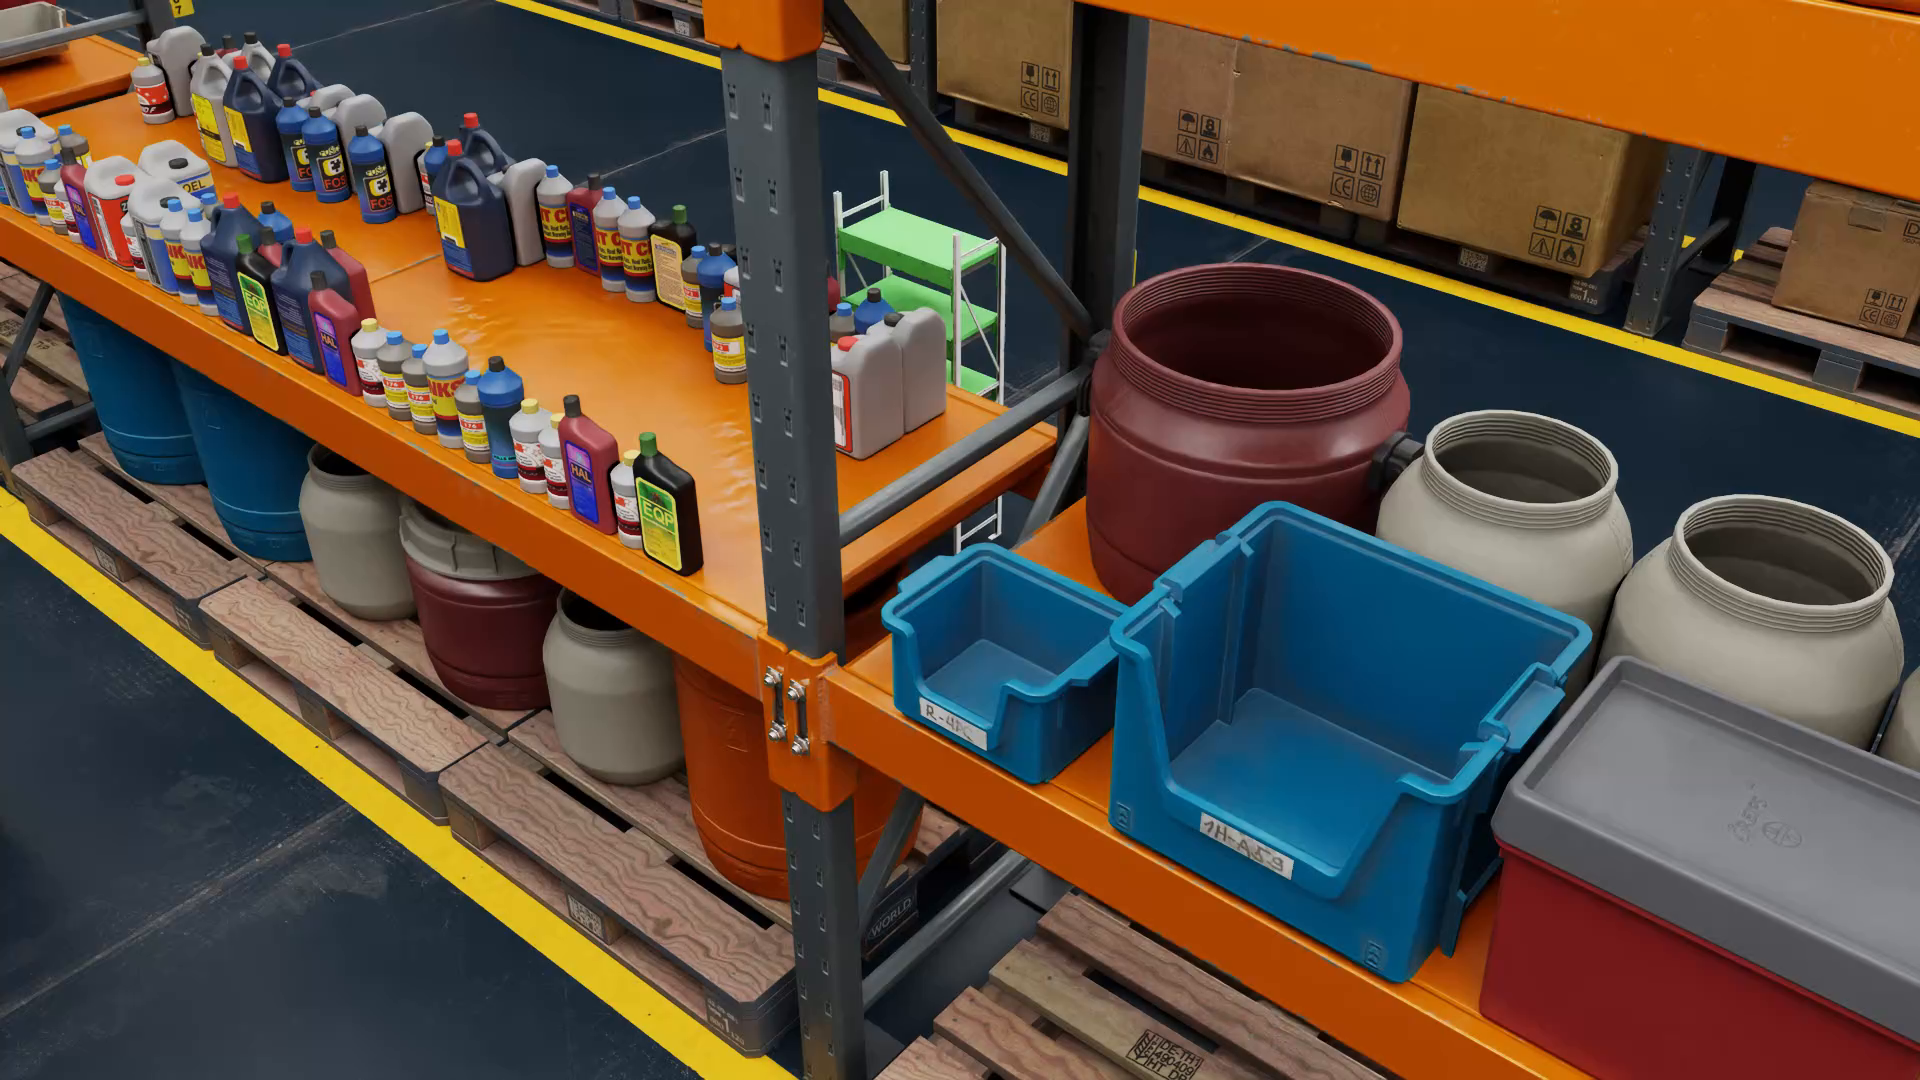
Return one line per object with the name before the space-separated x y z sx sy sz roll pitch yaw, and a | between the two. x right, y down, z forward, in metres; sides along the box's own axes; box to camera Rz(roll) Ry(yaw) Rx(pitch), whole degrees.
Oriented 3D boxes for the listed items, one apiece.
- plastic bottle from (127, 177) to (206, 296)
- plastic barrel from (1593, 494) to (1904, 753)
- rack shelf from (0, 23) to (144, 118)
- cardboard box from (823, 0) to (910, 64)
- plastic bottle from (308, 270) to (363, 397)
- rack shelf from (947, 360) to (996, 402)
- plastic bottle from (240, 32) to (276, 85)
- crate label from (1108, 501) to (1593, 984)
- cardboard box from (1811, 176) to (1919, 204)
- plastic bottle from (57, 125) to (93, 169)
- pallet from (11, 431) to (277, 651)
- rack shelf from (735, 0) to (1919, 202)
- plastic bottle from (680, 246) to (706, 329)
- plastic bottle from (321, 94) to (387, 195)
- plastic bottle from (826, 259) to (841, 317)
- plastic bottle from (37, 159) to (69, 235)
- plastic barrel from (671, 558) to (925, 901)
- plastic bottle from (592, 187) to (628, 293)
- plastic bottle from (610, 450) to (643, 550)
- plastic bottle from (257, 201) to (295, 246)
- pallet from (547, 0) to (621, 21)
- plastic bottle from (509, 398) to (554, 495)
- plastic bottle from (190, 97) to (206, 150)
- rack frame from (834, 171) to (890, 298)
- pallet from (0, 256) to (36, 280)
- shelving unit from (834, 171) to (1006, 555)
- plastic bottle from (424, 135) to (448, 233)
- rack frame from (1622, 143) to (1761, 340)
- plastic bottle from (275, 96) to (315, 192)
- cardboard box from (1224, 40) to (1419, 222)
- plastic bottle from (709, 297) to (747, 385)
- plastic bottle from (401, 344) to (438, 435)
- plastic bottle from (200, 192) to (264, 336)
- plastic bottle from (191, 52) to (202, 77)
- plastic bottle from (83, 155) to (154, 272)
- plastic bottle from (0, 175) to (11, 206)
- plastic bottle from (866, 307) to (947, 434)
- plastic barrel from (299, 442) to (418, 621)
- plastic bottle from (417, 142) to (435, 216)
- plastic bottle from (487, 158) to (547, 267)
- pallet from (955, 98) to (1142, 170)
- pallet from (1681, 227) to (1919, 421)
plastic bottle | -2.072 -0.806 4.383 0.135 0.276 0.152 25 42 32
plastic barrel | 1.251 0.225 2.674 0.421 0.512 0.421 0 34 0
rack shelf | -4.611 -2.038 6.703 4.000 0.370 1.077 25 42 32
cardboard box | -0.361 -3.336 9.464 0.875 0.875 0.875 25 42 32
plastic bottle | -1.462 -0.488 3.914 0.133 0.283 0.061 25 42 32
rack shelf | -0.127 -0.502 5.534 0.480 0.148 0.258 25 42 32
plastic bottle | -2.158 -1.399 5.181 0.185 0.351 0.144 25 42 32
crate label | 0.591 0.302 2.629 0.616 0.435 0.502 25 42 32
cardboard box | 3.703 -1.546 6.509 0.500 0.250 0.500 27 43 34
plastic bottle | -2.615 -1.123 4.911 0.097 0.201 0.097 0 34 0
pallet | -2.507 -0.163 5.801 1.213 0.211 1.003 25 42 32
rack shelf | 1.537 -0.377 1.634 4.000 0.370 1.077 25 42 32
plastic bottle | -0.655 -0.646 4.217 0.097 0.201 0.097 0 34 0
plastic bottle | -1.792 -1.193 4.947 0.135 0.276 0.152 25 42 32
plastic bottle | -0.349 -0.549 4.003 0.133 0.283 0.061 25 42 32
plastic bottle | -2.534 -0.973 4.692 0.097 0.201 0.097 0 34 0
plastic barrel | -0.387 0.391 4.078 0.708 0.830 0.600 25 42 32
plastic bottle | -0.907 -0.794 4.370 0.097 0.271 0.097 0 34 0
plastic bottle | -0.660 -0.090 3.407 0.097 0.201 0.097 0 34 0
plastic bottle | -1.758 -0.742 4.295 0.097 0.271 0.097 0 34 0
pallet | -2.314 -3.809 11.109 1.213 0.211 1.003 25 42 32
plastic bottle | -0.913 -0.209 3.580 0.097 0.201 0.097 0 34 0
plastic bottle | -2.349 -1.333 5.216 0.097 0.201 0.097 0 34 0
rack frame | -0.315 -0.643 5.626 0.015 1.200 0.240 25 42 32
pallet | -4.605 -1.152 7.240 1.213 0.211 1.003 25 42 32
shelving unit | -0.127 -0.555 5.498 0.503 1.200 0.258 25 42 32
plastic bottle | -1.444 -1.002 4.673 0.097 0.271 0.097 0 34 0
rack frame | 3.169 -2.316 6.473 0.127 3.000 1.000 25 42 32
plastic bottle | -1.961 -1.179 4.930 0.097 0.271 0.097 0 34 0
cardboard box | 1.972 -2.198 7.807 0.875 0.875 1.225 25 42 32
plastic bottle | -0.546 -0.483 3.979 0.097 0.201 0.097 0 34 0
plastic bottle | -1.212 -0.350 3.785 0.097 0.201 0.097 0 34 0
plastic bottle | -1.802 -0.707 4.173 0.185 0.351 0.144 25 42 32
plastic bottle | -2.457 -1.496 5.454 0.097 0.201 0.097 0 34 0
plastic bottle | -2.250 -0.890 4.506 0.135 0.276 0.152 25 42 32
plastic bottle | -2.787 -1.121 4.846 0.097 0.271 0.097 0 34 0
plastic bottle | -0.125 -0.407 3.803 0.135 0.276 0.152 25 42 32
plastic barrel | -1.746 -0.053 5.004 0.421 0.512 0.421 0 34 0
plastic bottle | -1.507 -1.048 4.802 0.097 0.201 0.097 0 34 0
plastic bottle | -1.191 -0.910 4.534 0.135 0.276 0.152 25 42 32
pallet | 0.736 -2.369 9.012 1.213 0.211 1.003 25 42 32
pallet | 3.769 -0.883 6.849 1.213 0.211 1.003 25 42 32
